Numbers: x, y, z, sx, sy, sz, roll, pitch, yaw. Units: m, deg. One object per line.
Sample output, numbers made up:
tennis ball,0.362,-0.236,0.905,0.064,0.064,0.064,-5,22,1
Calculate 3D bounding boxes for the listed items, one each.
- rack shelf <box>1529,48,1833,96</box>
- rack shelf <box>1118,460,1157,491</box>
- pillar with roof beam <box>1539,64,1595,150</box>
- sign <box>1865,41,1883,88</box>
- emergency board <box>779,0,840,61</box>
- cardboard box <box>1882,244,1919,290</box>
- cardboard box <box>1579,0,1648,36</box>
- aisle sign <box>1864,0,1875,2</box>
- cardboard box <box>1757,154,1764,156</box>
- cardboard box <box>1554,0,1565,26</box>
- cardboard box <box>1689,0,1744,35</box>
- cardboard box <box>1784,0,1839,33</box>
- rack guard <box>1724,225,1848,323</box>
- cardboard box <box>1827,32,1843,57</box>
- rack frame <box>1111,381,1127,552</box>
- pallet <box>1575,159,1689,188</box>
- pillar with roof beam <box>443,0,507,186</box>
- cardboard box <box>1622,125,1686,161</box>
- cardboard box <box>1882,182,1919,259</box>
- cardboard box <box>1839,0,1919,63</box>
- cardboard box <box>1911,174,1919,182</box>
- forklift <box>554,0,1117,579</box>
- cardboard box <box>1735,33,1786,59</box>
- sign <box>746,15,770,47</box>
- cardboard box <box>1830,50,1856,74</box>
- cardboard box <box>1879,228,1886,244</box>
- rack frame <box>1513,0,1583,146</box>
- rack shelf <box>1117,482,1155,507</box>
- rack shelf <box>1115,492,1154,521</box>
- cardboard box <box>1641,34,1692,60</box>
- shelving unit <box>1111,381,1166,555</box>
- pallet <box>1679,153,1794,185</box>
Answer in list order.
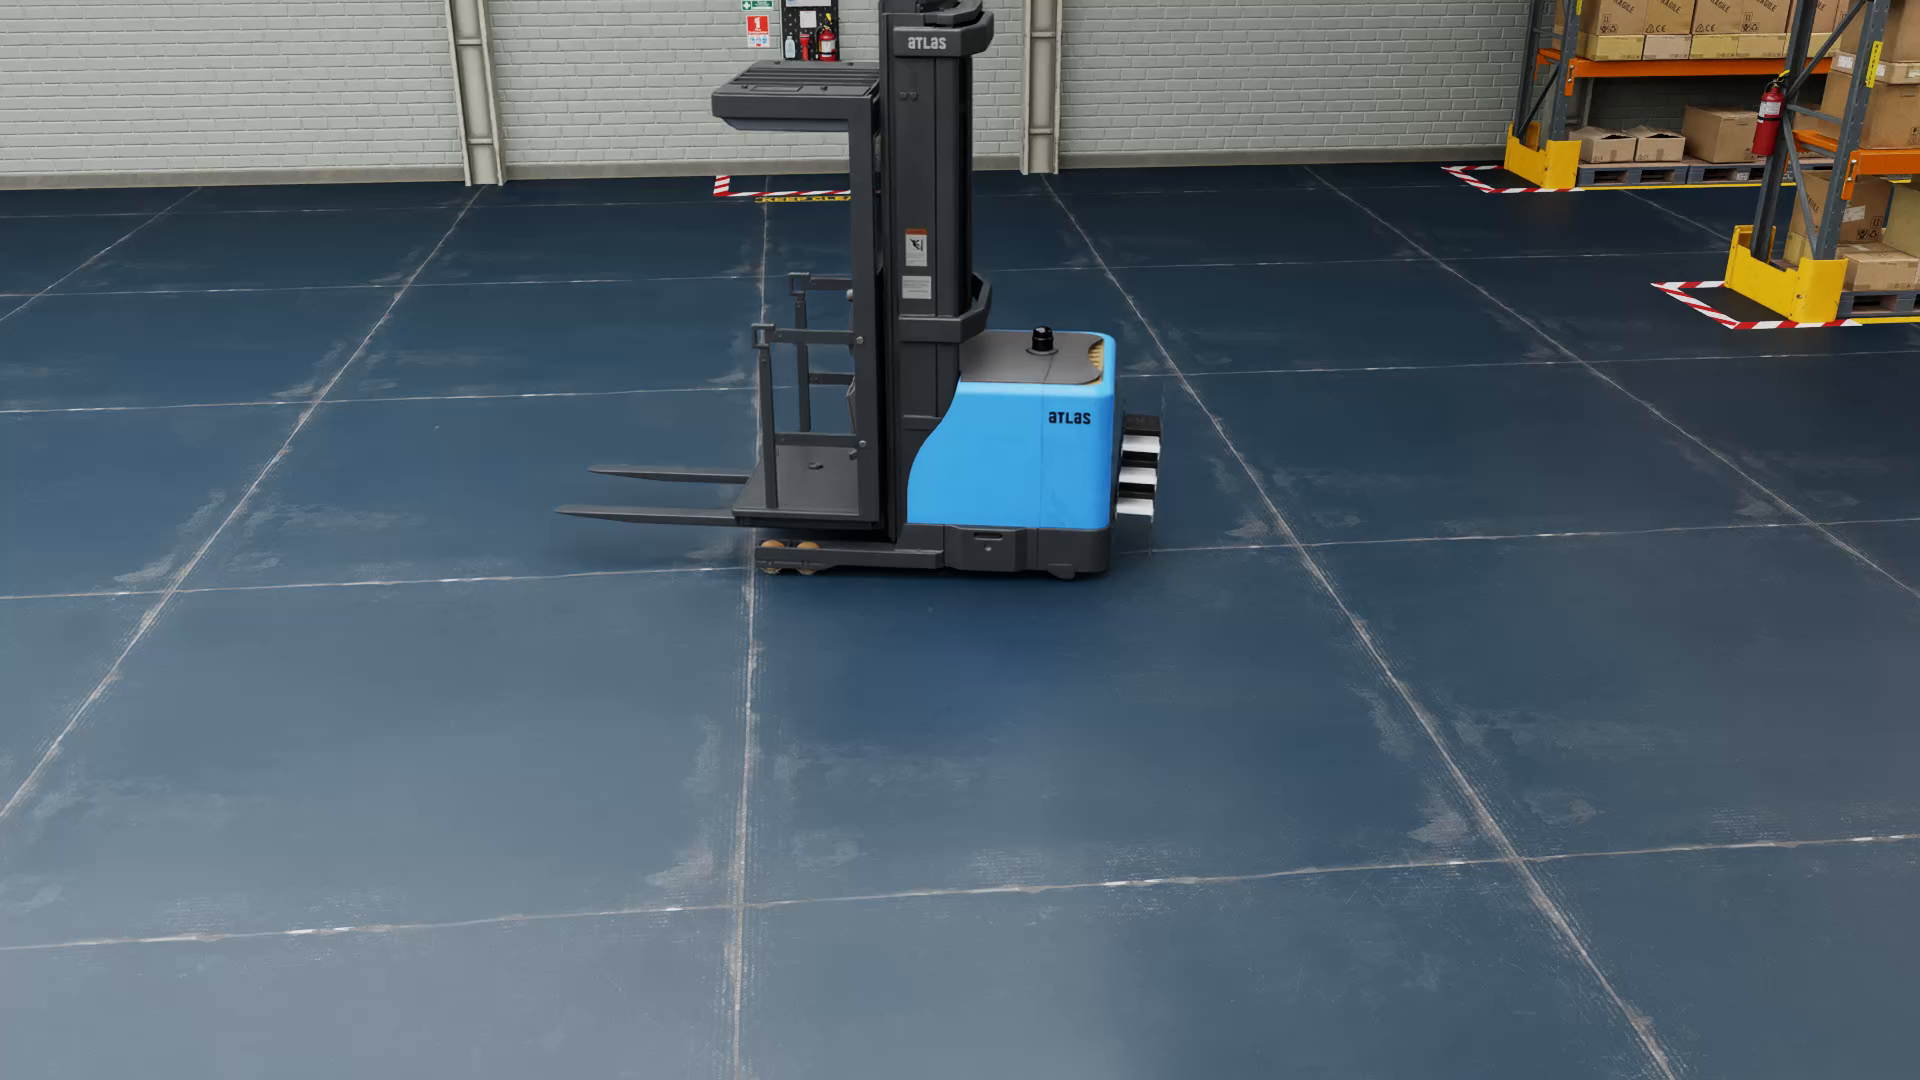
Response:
rack shelf,8.225,-5.073,17.856,4.000,0.370,1.077,-2,24,-5
rack shelf,0.960,-0.354,9.009,0.200,0.077,0.258,4,24,3
pillar with roof beam,7.269,-6.701,13.247,0.400,9.000,9.100,-2,24,-5
sign,6.773,-3.527,12.329,0.005,0.325,0.100,-2,24,-5
emergency board,-1.588,-5.377,17.654,0.643,1.169,0.194,-2,24,-5
cardboard box,7.778,-2.208,13.393,0.500,0.250,0.500,-2,24,-5
cardboard box,6.739,-5.503,17.174,0.500,0.500,0.500,-2,24,-5
aisle sign,6.690,-4.381,12.214,0.004,0.787,0.394,-2,24,-5
cardboard box,8.621,-4.324,18.254,0.250,0.149,0.380,-4,24,-9
cardboard box,6.682,-5.710,17.640,0.500,0.500,0.500,-3,24,-6
cardboard box,7.746,-5.537,17.250,0.500,0.500,0.500,-3,24,-7
cardboard box,8.776,-5.583,17.355,0.500,0.500,0.500,-3,24,-7
rack guard,6.701,-2.177,13.532,0.348,0.500,1.175,-2,24,-5
cardboard box,9.277,-5.264,17.561,0.500,0.250,0.500,-2,24,-5
rack frame,0.860,-0.392,9.001,0.006,0.900,0.240,4,24,3
pallet,7.122,-4.069,18.145,1.213,0.211,1.003,-2,24,-5
pillar with roof beam,-4.673,-6.222,12.169,0.400,9.000,9.100,-2,24,-5
cardboard box,7.499,-4.308,18.019,0.500,0.311,0.500,0,24,-1
cardboard box,7.778,-2.550,13.239,0.500,0.500,0.500,-2,24,-5
cardboard box,7.243,-3.974,12.777,0.500,0.500,0.700,-2,24,-5
cardboard box,8.223,-2.786,13.769,0.500,0.500,0.500,-2,24,-5
forklift,-0.676,-1.370,8.723,3.031,2.935,1.130,2,24,5
cardboard box,8.277,-5.217,17.455,0.500,0.250,0.500,-2,24,-5
sign,-2.149,-5.413,17.691,0.234,0.329,0.001,-2,24,-5
cardboard box,7.086,-3.754,13.082,0.250,0.149,0.380,-3,24,-6
cardboard box,7.726,-2.421,13.872,0.500,0.250,0.500,-2,24,-5
rack frame,6.234,-5.322,17.531,0.127,3.000,1.000,-2,24,-5
rack shelf,0.956,-0.272,9.046,0.200,0.077,0.258,4,24,3
rack shelf,0.951,-0.190,9.083,0.200,0.077,0.258,4,24,3
cardboard box,7.266,-5.180,17.372,0.500,0.250,0.500,-3,24,-7
shelving unit,0.961,-0.384,8.995,0.210,0.900,0.258,4,24,3
pallet,8.333,-4.116,18.251,1.213,0.211,1.003,-2,24,-5
